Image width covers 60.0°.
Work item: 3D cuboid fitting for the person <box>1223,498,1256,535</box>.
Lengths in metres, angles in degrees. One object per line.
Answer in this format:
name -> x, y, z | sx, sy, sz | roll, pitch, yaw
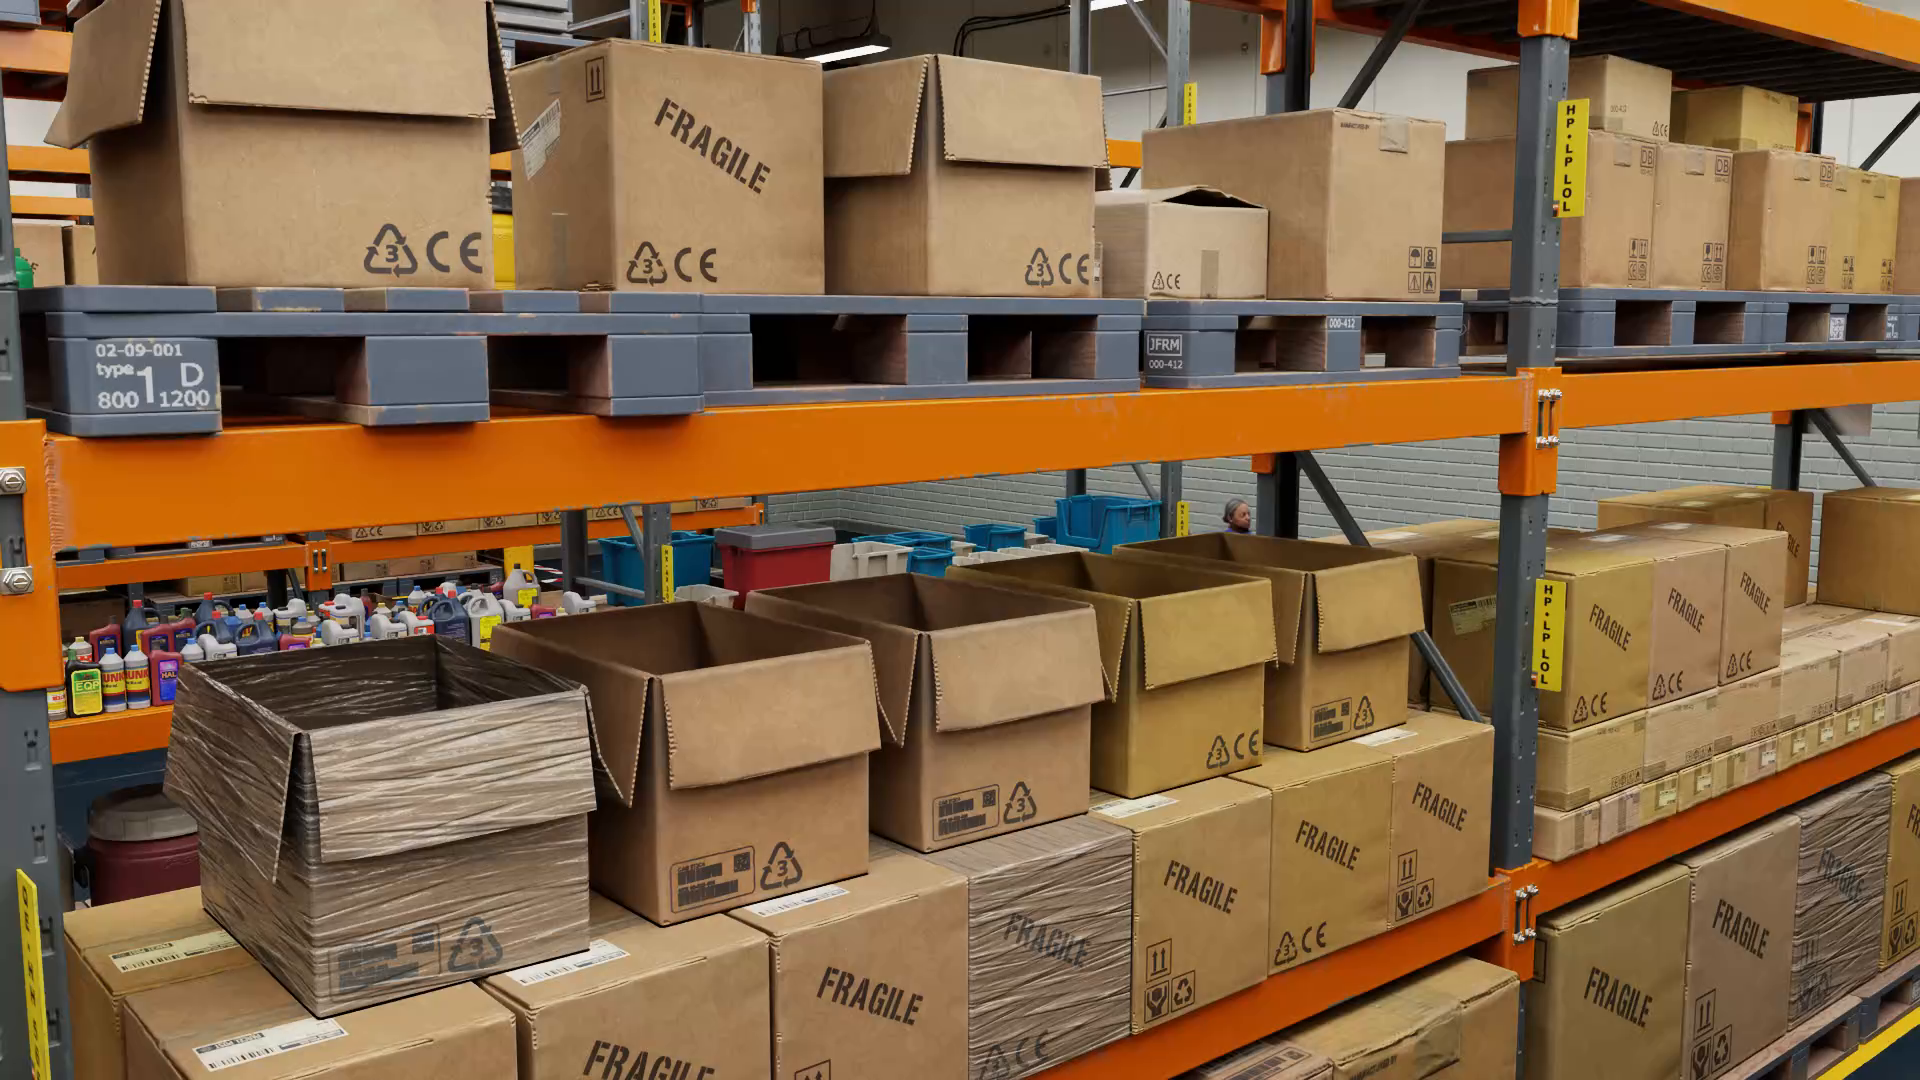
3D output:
person -> 2.076, 0.498, 12.442 | 0.452, 1.630, 0.739 | -4, 9, -30
